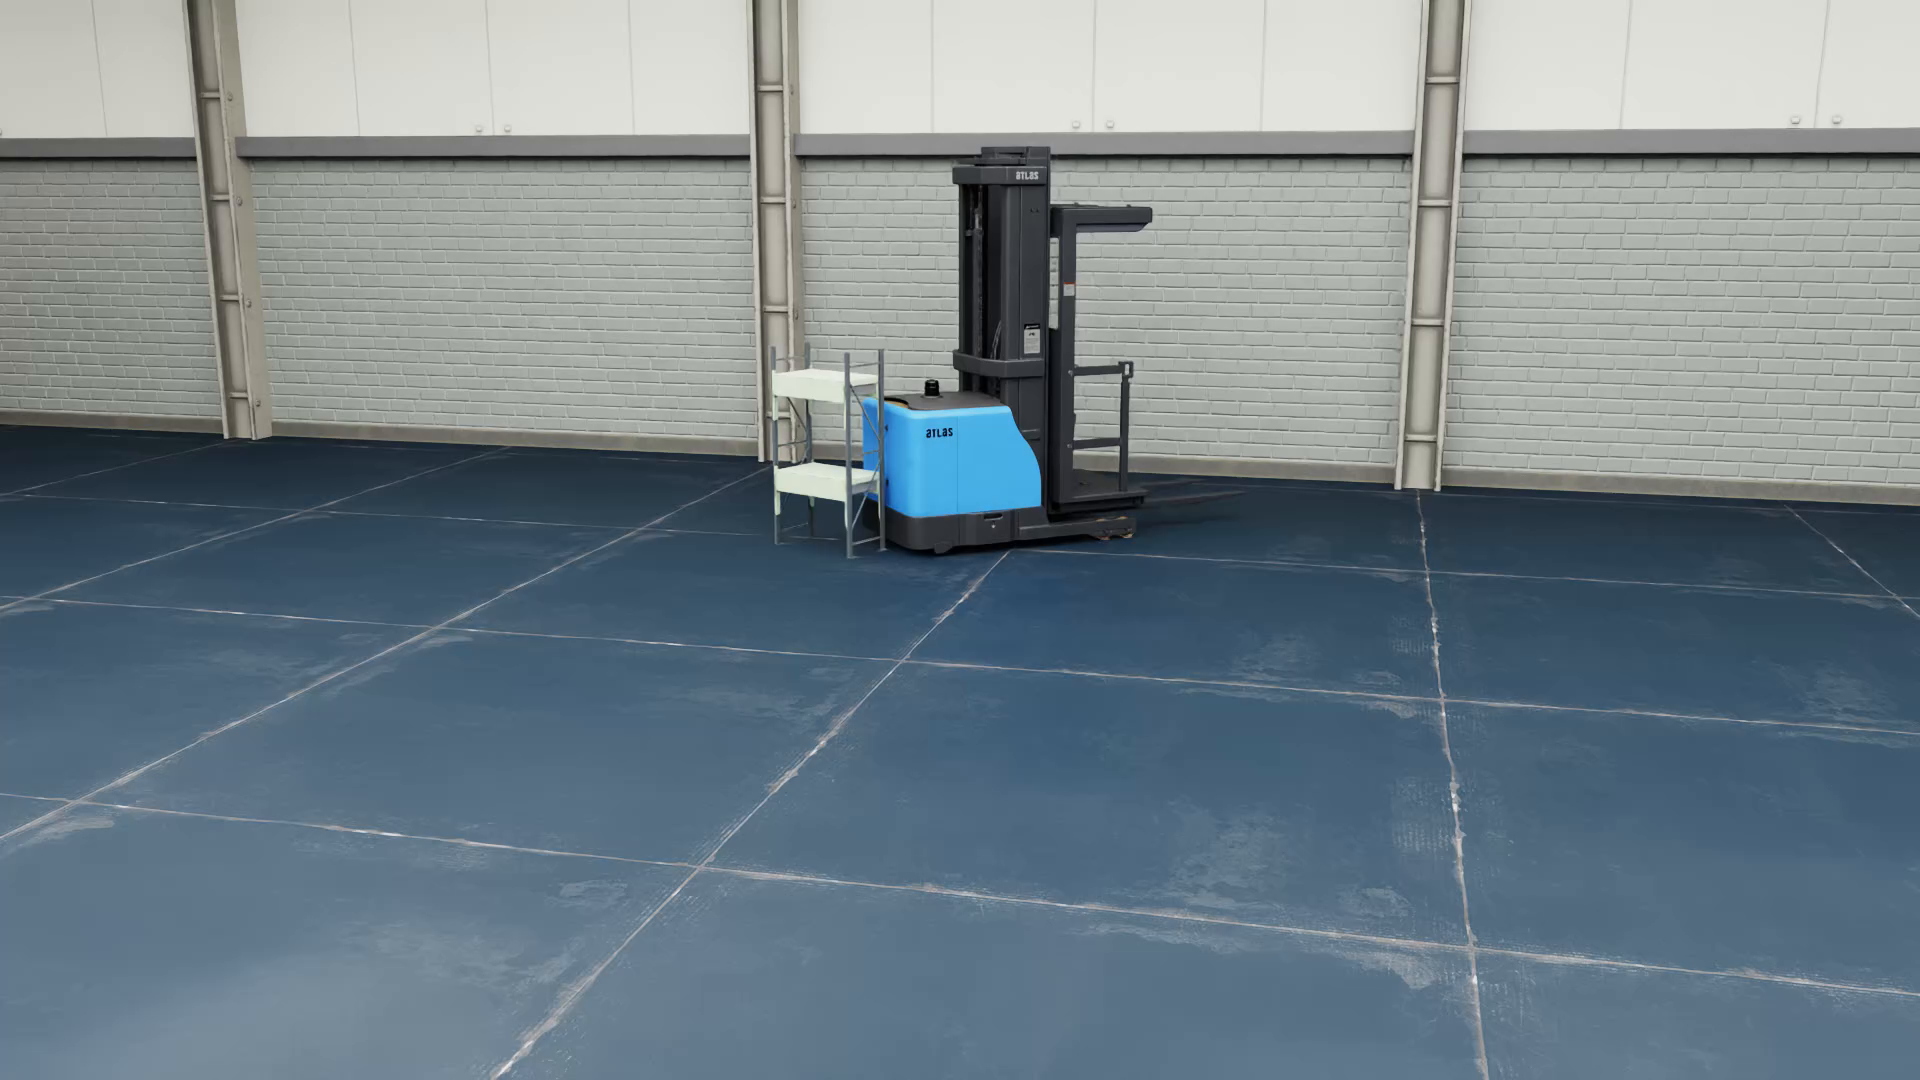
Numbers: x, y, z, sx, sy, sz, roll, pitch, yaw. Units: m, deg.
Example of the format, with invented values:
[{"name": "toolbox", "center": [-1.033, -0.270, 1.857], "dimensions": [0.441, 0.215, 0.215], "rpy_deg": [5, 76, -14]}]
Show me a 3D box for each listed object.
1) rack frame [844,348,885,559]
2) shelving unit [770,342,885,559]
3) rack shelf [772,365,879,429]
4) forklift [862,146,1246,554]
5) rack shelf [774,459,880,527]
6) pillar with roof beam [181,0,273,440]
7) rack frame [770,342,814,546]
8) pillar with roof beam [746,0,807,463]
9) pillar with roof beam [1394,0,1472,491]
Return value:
[{"name": "rack frame", "center": [-0.689, -0.626, 12.092], "dimensions": [0.023, 1.500, 0.400], "rpy_deg": [10, 16, 37]}, {"name": "shelving unit", "center": [-0.976, -0.675, 12.314], "dimensions": [0.755, 1.500, 0.431], "rpy_deg": [10, 16, 37]}, {"name": "rack shelf", "center": [-0.976, -1.056, 12.229], "dimensions": [0.720, 0.370, 0.431], "rpy_deg": [10, 16, 37]}, {"name": "forklift", "center": [0.801, -1.523, 12.831], "dimensions": [3.031, 2.935, 1.130], "rpy_deg": [-6, 14, -24]}, {"name": "rack shelf", "center": [-0.976, -0.357, 12.384], "dimensions": [0.720, 0.370, 0.431], "rpy_deg": [10, 16, 37]}, {"name": "pillar with roof beam", "center": [-8.591, -4.586, 12.628], "dimensions": [0.400, 9.000, 9.100], "rpy_deg": [3, 13, 14]}, {"name": "rack frame", "center": [-1.263, -0.724, 12.535], "dimensions": [0.023, 1.500, 0.400], "rpy_deg": [10, 16, 37]}, {"name": "pillar with roof beam", "center": [-2.766, -4.275, 11.225], "dimensions": [0.400, 9.000, 9.100], "rpy_deg": [3, 13, 14]}, {"name": "pillar with roof beam", "center": [3.059, -3.963, 9.821], "dimensions": [0.400, 9.000, 9.100], "rpy_deg": [3, 13, 14]}]
